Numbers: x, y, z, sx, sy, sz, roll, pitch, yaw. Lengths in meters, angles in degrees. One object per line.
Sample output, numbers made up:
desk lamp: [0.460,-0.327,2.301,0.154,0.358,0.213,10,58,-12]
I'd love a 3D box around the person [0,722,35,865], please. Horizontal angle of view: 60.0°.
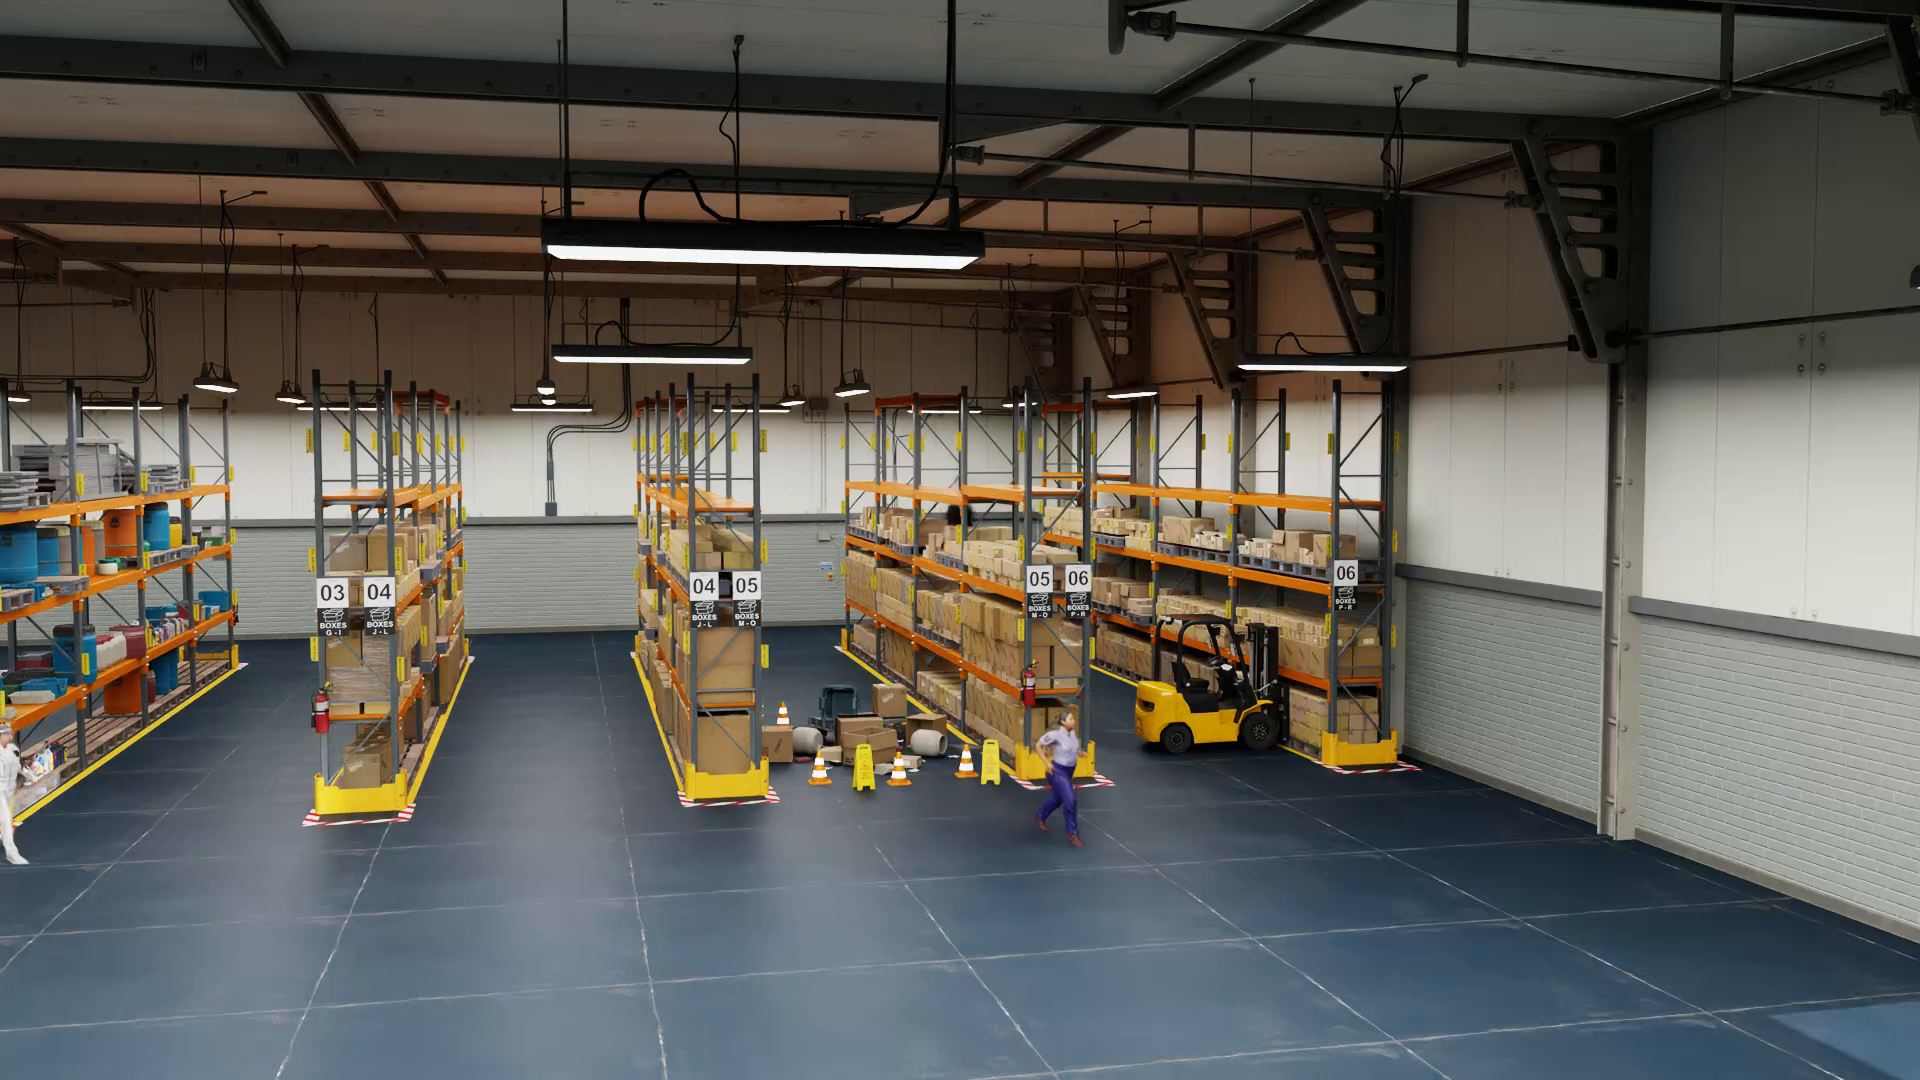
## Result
person: [-11.552,3.020,19.944,0.912,1.701,0.587,1,3,17]

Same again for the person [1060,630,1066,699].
person: [1.737,2.304,31.504,0.659,1.793,0.916,-1,3,-17]

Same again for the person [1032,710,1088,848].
person: [1.230,2.983,20.920,0.910,1.678,0.636,2,4,36]
